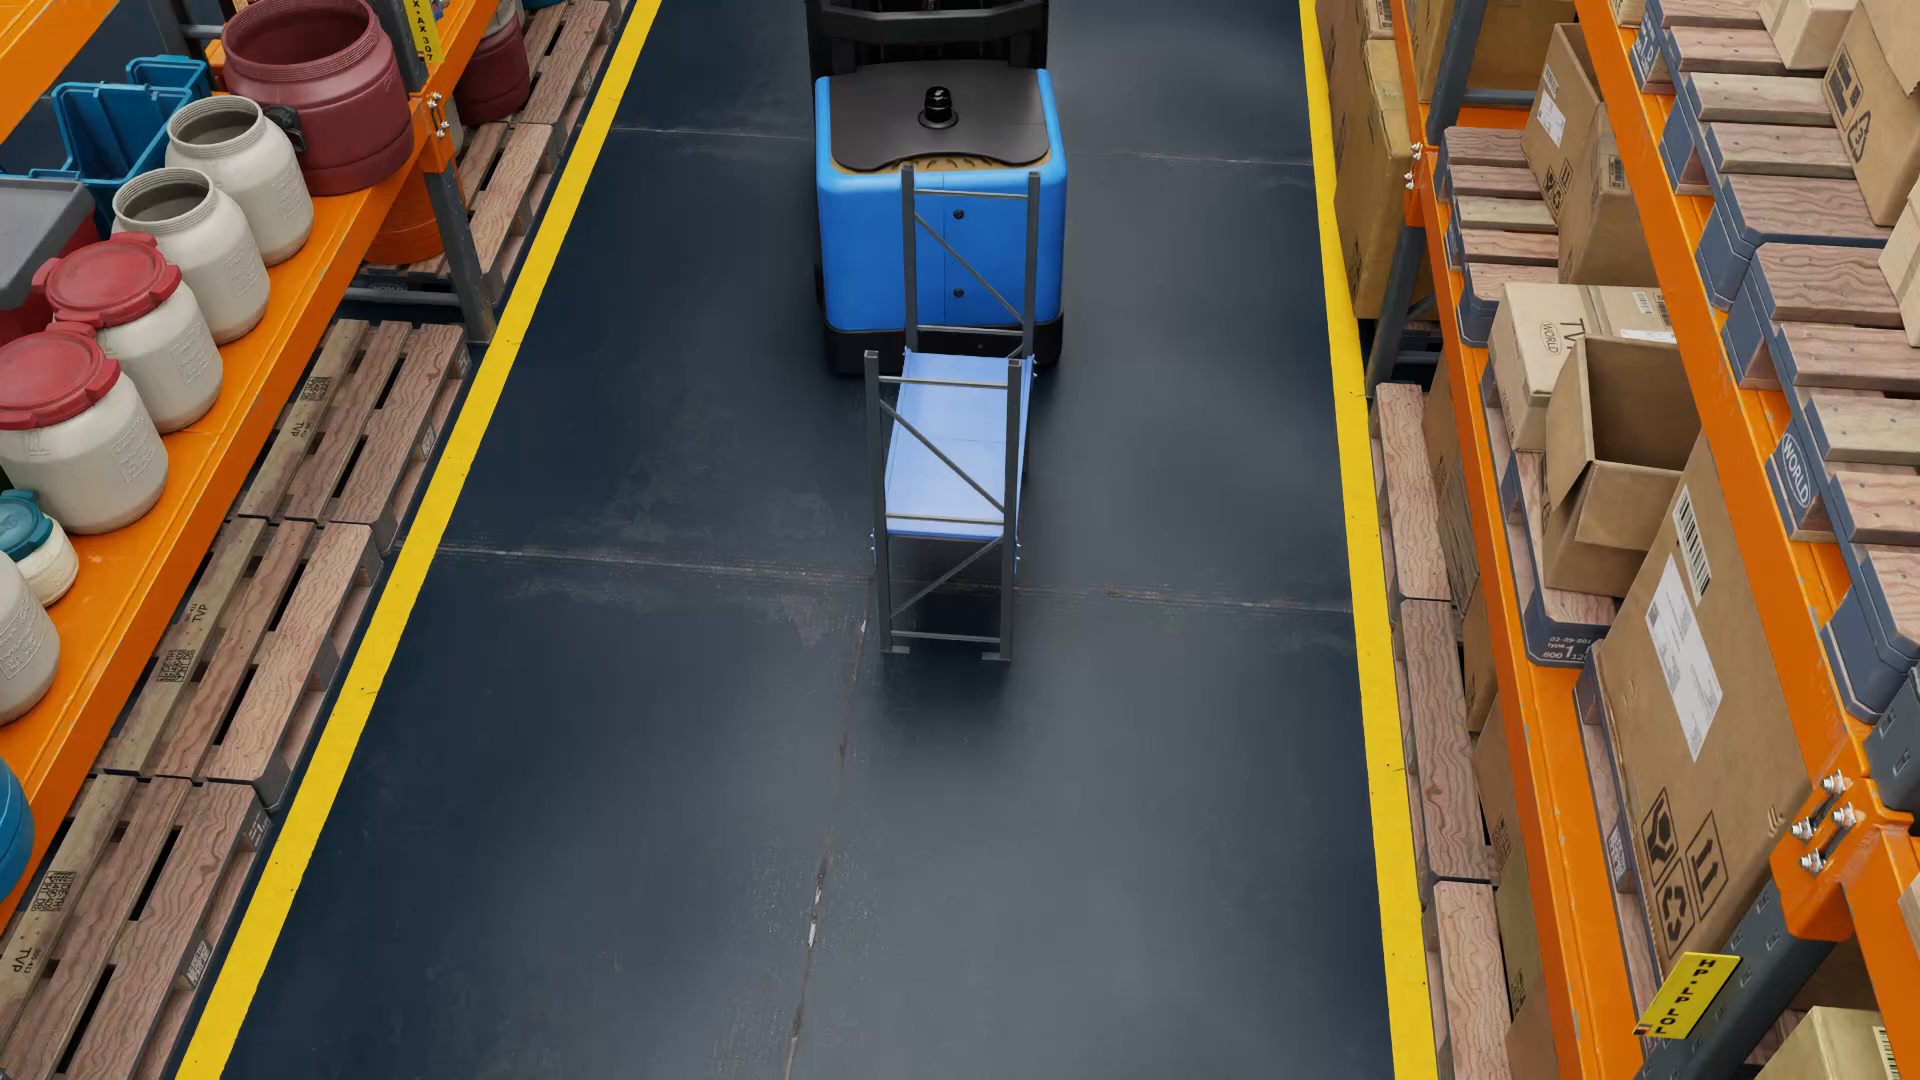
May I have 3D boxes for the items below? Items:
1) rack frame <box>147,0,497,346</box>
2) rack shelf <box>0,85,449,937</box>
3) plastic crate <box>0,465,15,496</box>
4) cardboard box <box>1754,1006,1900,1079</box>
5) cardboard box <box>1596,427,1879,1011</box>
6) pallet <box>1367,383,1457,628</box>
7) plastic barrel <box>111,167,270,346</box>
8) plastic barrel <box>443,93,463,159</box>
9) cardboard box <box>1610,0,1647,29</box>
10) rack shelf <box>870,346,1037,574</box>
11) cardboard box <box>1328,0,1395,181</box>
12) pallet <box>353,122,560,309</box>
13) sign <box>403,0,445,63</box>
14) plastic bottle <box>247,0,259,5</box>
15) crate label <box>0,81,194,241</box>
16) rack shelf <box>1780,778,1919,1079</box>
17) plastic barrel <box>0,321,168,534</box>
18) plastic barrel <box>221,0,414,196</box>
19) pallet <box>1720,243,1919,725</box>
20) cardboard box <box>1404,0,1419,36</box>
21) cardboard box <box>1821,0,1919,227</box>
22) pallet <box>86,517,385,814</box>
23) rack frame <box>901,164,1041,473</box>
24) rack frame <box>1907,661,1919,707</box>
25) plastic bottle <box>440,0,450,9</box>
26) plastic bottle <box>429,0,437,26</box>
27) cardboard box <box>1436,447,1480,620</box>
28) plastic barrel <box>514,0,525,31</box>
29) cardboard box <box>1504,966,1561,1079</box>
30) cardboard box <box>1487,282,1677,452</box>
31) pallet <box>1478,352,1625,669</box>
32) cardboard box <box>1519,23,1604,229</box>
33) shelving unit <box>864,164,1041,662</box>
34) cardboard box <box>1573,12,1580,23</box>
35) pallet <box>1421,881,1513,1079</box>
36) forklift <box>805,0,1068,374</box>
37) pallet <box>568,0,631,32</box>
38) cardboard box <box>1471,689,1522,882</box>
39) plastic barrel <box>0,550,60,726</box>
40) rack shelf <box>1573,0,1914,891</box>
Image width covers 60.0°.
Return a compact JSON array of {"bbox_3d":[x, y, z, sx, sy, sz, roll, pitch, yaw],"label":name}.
[{"bbox_3d":[-2.637,-1.977,6.552,1.000,3.000,0.127,4,48,4],"label":"rack frame"},{"bbox_3d":[-2.819,-0.265,5.473,1.077,0.370,4.000,4,48,4],"label":"rack shelf"},{"bbox_3d":[-3.124,-0.265,5.129,0.450,0.188,0.662,4,48,4],"label":"plastic crate"},{"bbox_3d":[1.636,1.137,2.756,0.500,0.500,0.500,4,48,4],"label":"cardboard box"},{"bbox_3d":[2.142,0.376,3.708,1.000,1.000,1.000,4,48,4],"label":"cardboard box"},{"bbox_3d":[2.223,-0.129,6.751,1.003,0.211,1.213,4,48,4],"label":"pallet"},{"bbox_3d":[-2.557,-0.935,5.523,0.421,0.512,0.421,0,48,0],"label":"plastic barrel"},{"bbox_3d":[-2.647,-2.061,8.030,0.421,0.512,0.421,0,48,0],"label":"plastic barrel"},{"bbox_3d":[1.914,-1.522,4.204,0.500,0.250,0.500,5,48,4],"label":"cardboard box"},{"bbox_3d":[-0.008,-0.322,6.298,0.538,0.185,1.000,4,48,4],"label":"rack shelf"},{"bbox_3d":[2.468,-2.229,7.937,1.225,0.875,0.875,4,48,4],"label":"cardboard box"},{"bbox_3d":[-2.607,-1.618,8.113,1.003,0.211,1.213,4,48,4],"label":"pallet"},{"bbox_3d":[-2.089,-2.001,6.462,0.100,0.325,0.005,4,48,4],"label":"sign"},{"bbox_3d":[-2.996,-2.320,7.000,0.097,0.201,0.097,0,48,0],"label":"plastic bottle"},{"bbox_3d":[-2.997,-1.277,5.888,0.502,0.435,0.616,4,48,4],"label":"crate label"},{"bbox_3d":[1.748,1.995,1.373,1.077,0.370,4.000,4,48,4],"label":"rack shelf"},{"bbox_3d":[-2.629,-0.311,4.936,0.433,0.535,0.433,0,48,0],"label":"plastic barrel"},{"bbox_3d":[-2.378,-1.662,6.171,0.600,0.536,0.708,4,48,4],"label":"plastic barrel"},{"bbox_3d":[2.093,-0.100,2.929,1.213,0.211,1.003,4,48,4],"label":"pallet"},{"bbox_3d":[2.145,-2.423,6.892,0.500,0.500,0.500,3,48,3],"label":"cardboard box"},{"bbox_3d":[2.157,-0.925,3.202,0.797,0.503,0.637,6,48,5],"label":"cardboard box"},{"bbox_3d":[-2.860,0.424,6.245,1.003,0.211,1.213,4,48,4],"label":"pallet"},{"bbox_3d":[0.039,-0.817,6.507,0.500,1.500,0.032,4,48,4],"label":"rack frame"},{"bbox_3d":[1.931,-0.730,1.345,1.000,3.000,0.127,4,48,4],"label":"rack frame"},{"bbox_3d":[-2.229,-2.361,7.038,0.097,0.201,0.097,0,48,0],"label":"plastic bottle"},{"bbox_3d":[-2.276,-2.232,6.868,0.152,0.276,0.135,4,48,4],"label":"plastic bottle"},{"bbox_3d":[2.216,-0.047,6.182,0.700,0.500,0.500,0,48,0],"label":"cardboard box"},{"bbox_3d":[-2.544,-2.891,8.789,0.421,0.512,0.421,0,48,0],"label":"plastic barrel"},{"bbox_3d":[2.008,1.541,4.730,0.700,0.500,0.500,1,48,1],"label":"cardboard box"},{"bbox_3d":[1.913,-0.519,5.035,0.500,0.250,0.500,3,48,2],"label":"cardboard box"},{"bbox_3d":[2.156,-0.122,4.985,1.003,0.211,1.213,4,48,4],"label":"pallet"},{"bbox_3d":[2.286,-1.420,5.690,0.500,0.500,0.500,-1,48,-1],"label":"cardboard box"},{"bbox_3d":[-0.008,-0.443,6.165,0.538,1.500,1.048,4,48,4],"label":"shelving unit"},{"bbox_3d":[2.610,-2.017,6.520,0.500,0.500,0.500,5,48,5],"label":"cardboard box"},{"bbox_3d":[2.000,1.664,5.111,1.003,0.211,1.213,4,48,4],"label":"pallet"},{"bbox_3d":[-0.163,-2.807,7.357,1.130,2.935,3.031,-3,48,-3],"label":"forklift"},{"bbox_3d":[-2.384,-3.411,9.753,1.003,0.211,1.213,4,48,4],"label":"pallet"},{"bbox_3d":[2.121,0.780,5.425,0.700,0.500,0.500,0,48,0],"label":"cardboard box"},{"bbox_3d":[-2.696,0.228,4.443,0.433,0.535,0.433,0,48,0],"label":"plastic barrel"},{"bbox_3d":[2.113,-0.944,4.061,1.077,0.370,4.000,4,48,4],"label":"rack shelf"}]
